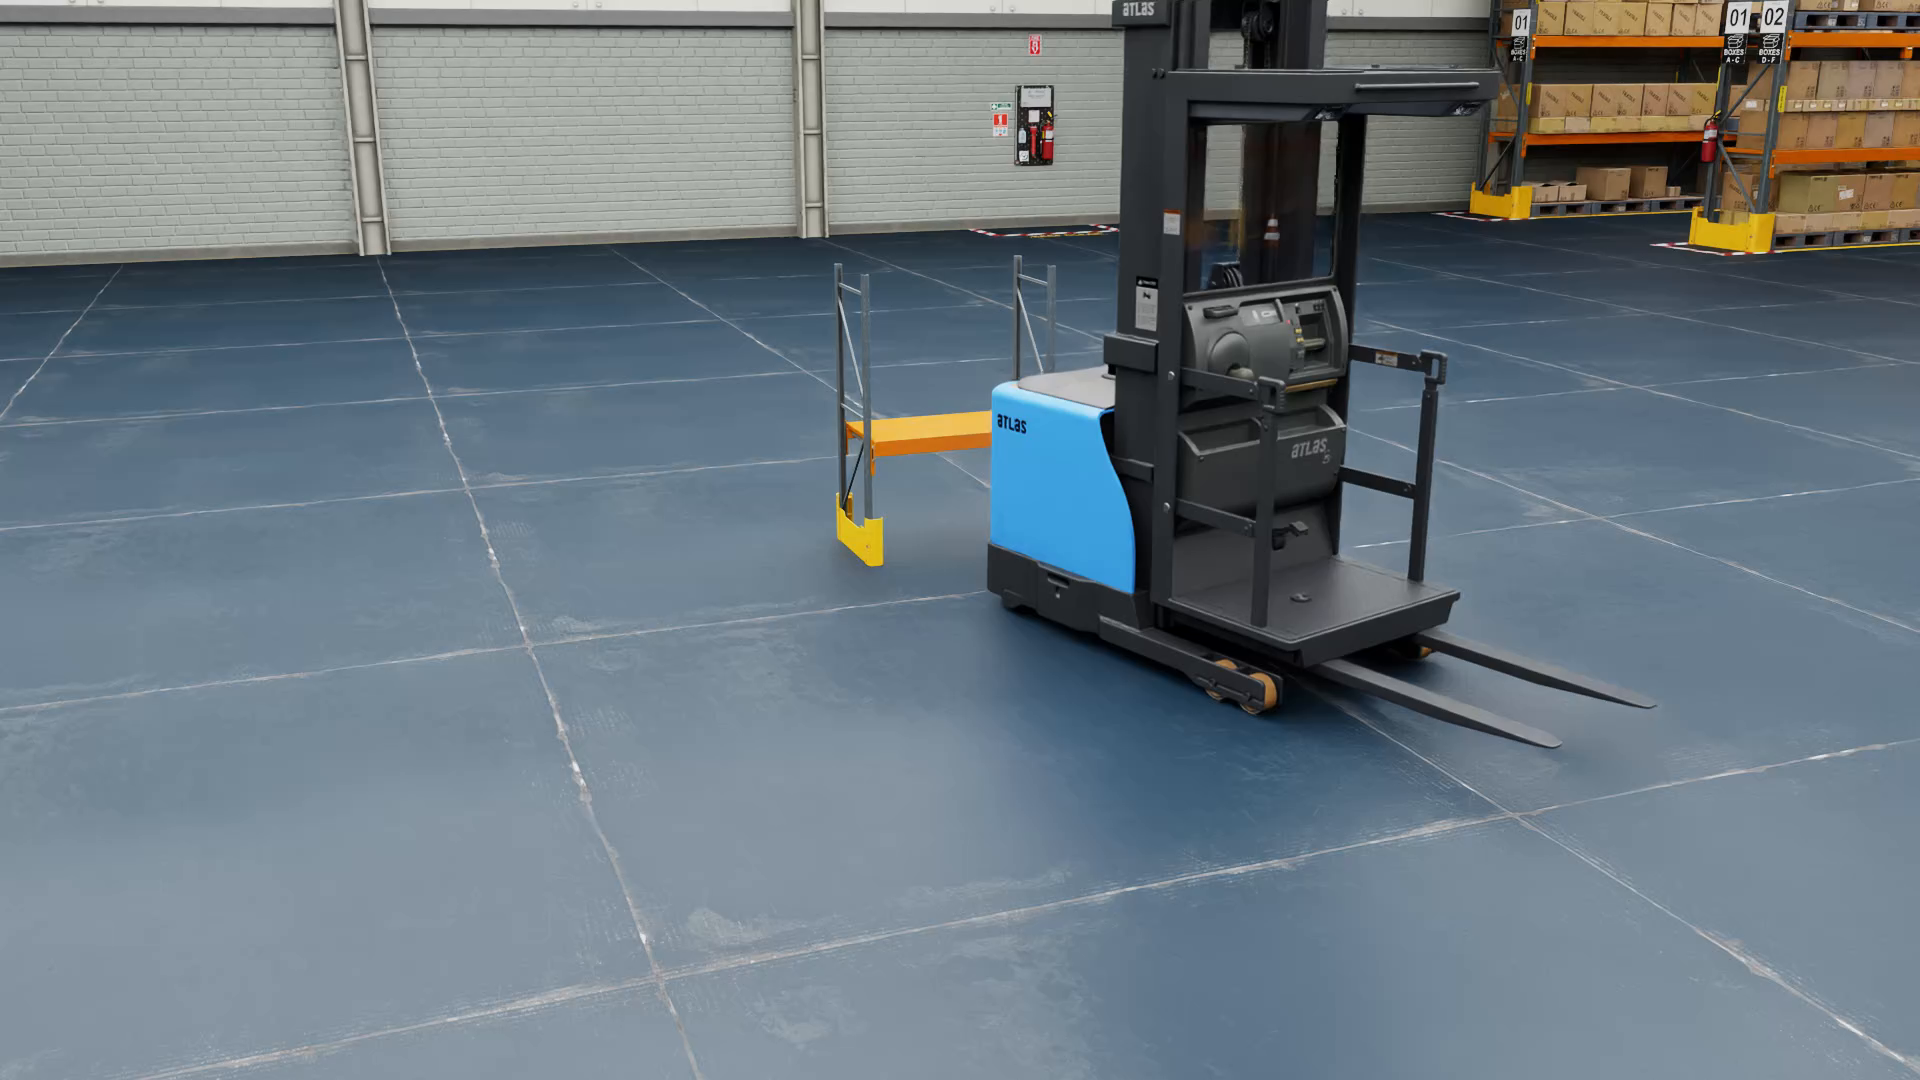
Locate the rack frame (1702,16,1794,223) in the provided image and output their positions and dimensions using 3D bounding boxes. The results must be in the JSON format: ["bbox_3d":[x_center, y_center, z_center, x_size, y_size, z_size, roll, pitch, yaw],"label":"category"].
[{"bbox_3d":[10.511,-5.435,22.282,0.127,3.000,1.000,-6,17,-20],"label":"rack frame"}]

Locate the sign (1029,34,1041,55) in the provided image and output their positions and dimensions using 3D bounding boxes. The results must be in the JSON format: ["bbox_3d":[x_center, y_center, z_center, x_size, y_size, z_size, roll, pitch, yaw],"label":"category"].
[{"bbox_3d":[1.112,-7.330,24.620,0.199,0.298,0.001,-6,17,-20],"label":"sign"}]

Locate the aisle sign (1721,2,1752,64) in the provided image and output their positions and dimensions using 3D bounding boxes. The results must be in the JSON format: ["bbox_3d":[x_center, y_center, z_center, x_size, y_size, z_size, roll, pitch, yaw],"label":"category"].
[{"bbox_3d":[10.344,-6.753,22.156,0.004,0.787,0.394,-6,17,-20],"label":"aisle sign"}]

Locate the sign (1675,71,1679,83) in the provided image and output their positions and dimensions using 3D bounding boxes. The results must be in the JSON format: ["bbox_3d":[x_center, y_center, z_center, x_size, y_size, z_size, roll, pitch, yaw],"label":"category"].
[{"bbox_3d":[12.268,-7.842,28.425,0.005,0.325,0.100,-6,17,-20],"label":"sign"}]

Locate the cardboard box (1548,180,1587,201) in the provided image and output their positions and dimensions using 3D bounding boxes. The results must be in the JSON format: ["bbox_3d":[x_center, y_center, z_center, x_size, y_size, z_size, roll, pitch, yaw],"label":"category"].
[{"bbox_3d":[9.945,-5.762,27.388,0.500,0.311,0.500,-5,17,-15],"label":"cardboard box"}]

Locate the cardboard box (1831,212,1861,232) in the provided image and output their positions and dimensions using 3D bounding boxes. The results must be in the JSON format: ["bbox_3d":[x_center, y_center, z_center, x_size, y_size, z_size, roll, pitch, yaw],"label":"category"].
[{"bbox_3d":[12.024,-4.414,22.941,0.500,0.250,0.500,-6,17,-20],"label":"cardboard box"}]

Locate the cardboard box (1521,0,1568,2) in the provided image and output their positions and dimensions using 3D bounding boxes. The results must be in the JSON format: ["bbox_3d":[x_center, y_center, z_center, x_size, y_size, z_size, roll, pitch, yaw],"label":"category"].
[{"bbox_3d":[9.181,-8.689,26.053,0.500,0.500,0.500,-8,18,-24],"label":"cardboard box"}]

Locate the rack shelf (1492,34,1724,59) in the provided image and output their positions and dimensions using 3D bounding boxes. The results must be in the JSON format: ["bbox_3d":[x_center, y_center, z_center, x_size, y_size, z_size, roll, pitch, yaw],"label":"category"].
[{"bbox_3d":[10.602,-8.033,27.084,4.000,0.370,1.077,-6,17,-20],"label":"rack shelf"}]

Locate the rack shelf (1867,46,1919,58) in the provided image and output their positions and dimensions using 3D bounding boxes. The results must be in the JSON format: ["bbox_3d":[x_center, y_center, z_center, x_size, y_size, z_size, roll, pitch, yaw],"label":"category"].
[{"bbox_3d":[18.073,-8.840,29.831,4.000,0.370,1.077,-6,17,-20],"label":"rack shelf"}]

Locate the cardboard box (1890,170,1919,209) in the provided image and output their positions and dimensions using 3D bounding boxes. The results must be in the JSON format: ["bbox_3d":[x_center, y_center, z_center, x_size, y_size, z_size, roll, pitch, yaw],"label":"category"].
[{"bbox_3d":[13.420,-4.928,23.361,0.500,0.500,0.500,-6,17,-20],"label":"cardboard box"}]

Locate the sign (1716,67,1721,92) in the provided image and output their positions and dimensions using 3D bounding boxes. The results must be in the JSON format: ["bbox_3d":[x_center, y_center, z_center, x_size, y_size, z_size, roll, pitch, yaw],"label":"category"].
[{"bbox_3d":[10.330,-6.248,22.576,0.005,0.325,0.100,-6,17,-20],"label":"sign"}]

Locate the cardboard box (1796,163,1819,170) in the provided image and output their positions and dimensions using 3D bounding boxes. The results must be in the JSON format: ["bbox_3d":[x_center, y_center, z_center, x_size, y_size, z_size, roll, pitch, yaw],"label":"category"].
[{"bbox_3d":[14.575,-6.391,29.193,0.500,0.500,0.700,-6,17,-20],"label":"cardboard box"}]

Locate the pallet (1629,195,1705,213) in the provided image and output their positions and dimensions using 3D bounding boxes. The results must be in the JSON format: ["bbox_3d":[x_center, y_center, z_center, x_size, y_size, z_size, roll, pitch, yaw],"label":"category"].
[{"bbox_3d":[11.856,-5.726,28.223,1.213,0.211,1.003,-6,17,-20],"label":"pallet"}]

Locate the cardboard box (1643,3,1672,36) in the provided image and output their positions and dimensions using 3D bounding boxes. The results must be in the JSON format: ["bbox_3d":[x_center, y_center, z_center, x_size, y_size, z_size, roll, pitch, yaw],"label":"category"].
[{"bbox_3d":[11.106,-8.408,26.871,0.500,0.500,0.500,-7,18,-22],"label":"cardboard box"}]

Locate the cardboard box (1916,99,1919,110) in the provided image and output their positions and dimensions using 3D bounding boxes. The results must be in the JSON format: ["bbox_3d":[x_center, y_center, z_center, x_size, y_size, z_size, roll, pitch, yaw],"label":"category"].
[{"bbox_3d":[13.118,-6.011,22.917,0.250,0.149,0.380,-6,17,-20],"label":"cardboard box"}]

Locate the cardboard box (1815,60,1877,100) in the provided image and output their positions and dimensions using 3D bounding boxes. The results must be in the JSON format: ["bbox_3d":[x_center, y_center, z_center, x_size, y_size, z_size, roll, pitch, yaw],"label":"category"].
[{"bbox_3d":[11.960,-6.260,22.611,0.500,0.500,0.700,-6,17,-20],"label":"cardboard box"}]

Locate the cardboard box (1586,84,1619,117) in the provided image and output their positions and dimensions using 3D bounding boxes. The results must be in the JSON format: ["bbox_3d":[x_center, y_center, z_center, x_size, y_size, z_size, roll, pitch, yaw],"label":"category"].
[{"bbox_3d":[10.238,-7.102,26.859,0.500,0.500,0.500,-7,18,-22],"label":"cardboard box"}]

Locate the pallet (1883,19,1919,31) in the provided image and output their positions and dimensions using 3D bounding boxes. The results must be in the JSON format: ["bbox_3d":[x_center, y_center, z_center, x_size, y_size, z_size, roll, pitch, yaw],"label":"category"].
[{"bbox_3d":[13.459,-7.142,22.929,1.213,0.211,1.003,-6,17,-20],"label":"pallet"}]

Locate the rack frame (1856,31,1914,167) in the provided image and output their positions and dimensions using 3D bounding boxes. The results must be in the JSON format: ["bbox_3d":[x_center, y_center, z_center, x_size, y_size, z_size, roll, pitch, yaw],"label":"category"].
[{"bbox_3d":[16.205,-7.544,29.465,0.127,3.000,1.000,-6,17,-20],"label":"rack frame"}]

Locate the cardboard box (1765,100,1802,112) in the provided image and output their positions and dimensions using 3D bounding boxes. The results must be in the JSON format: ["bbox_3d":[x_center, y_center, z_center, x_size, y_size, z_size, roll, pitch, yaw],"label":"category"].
[{"bbox_3d":[10.954,-5.777,22.118,0.250,0.149,0.380,-6,18,-20],"label":"cardboard box"}]

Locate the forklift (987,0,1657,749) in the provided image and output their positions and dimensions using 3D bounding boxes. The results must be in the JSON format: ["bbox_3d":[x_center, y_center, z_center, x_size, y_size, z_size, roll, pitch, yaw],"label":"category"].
[{"bbox_3d":[1.425,-0.860,6.825,1.130,2.935,3.031,-12,20,-36],"label":"forklift"}]

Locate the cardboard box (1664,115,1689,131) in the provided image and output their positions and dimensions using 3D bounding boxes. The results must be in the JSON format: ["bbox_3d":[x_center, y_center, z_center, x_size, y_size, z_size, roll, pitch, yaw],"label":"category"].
[{"bbox_3d":[11.668,-6.903,27.513,0.500,0.250,0.500,-6,17,-20],"label":"cardboard box"}]

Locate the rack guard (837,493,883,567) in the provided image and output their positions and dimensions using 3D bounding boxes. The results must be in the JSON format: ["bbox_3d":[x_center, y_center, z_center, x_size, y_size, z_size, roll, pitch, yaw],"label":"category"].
[{"bbox_3d":[-0.536,-0.062,8.866,0.087,0.250,0.587,-6,17,-20],"label":"rack guard"}]

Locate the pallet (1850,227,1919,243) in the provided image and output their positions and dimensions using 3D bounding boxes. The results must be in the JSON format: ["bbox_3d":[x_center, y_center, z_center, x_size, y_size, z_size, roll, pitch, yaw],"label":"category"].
[{"bbox_3d":[13.488,-4.431,23.812,1.213,0.211,1.003,-6,17,-20],"label":"pallet"}]

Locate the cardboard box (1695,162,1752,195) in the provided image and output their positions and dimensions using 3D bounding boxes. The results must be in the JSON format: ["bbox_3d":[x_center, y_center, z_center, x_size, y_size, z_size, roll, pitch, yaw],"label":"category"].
[{"bbox_3d":[13.151,-6.231,28.650,0.500,0.500,0.700,-6,17,-18],"label":"cardboard box"}]

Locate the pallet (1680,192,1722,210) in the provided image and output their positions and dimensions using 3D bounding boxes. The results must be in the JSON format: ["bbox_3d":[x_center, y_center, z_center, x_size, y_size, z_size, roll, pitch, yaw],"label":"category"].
[{"bbox_3d":[13.196,-5.882,28.754,1.213,0.211,1.003,-6,17,-20],"label":"pallet"}]

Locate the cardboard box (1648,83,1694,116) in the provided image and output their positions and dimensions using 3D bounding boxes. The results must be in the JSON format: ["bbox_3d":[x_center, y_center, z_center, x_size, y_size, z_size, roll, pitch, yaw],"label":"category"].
[{"bbox_3d":[11.675,-7.258,27.389,0.500,0.500,0.500,-6,17,-20],"label":"cardboard box"}]

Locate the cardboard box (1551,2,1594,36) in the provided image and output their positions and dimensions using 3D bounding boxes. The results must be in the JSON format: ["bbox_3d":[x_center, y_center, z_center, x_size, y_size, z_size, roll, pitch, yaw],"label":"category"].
[{"bbox_3d":[9.651,-8.247,26.322,0.500,0.500,0.500,-5,17,-16],"label":"cardboard box"}]

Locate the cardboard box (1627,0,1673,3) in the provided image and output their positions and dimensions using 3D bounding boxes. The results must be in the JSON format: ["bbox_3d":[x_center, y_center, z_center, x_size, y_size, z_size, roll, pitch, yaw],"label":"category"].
[{"bbox_3d":[11.107,-8.882,26.710,0.500,0.500,0.500,-7,18,-22],"label":"cardboard box"}]

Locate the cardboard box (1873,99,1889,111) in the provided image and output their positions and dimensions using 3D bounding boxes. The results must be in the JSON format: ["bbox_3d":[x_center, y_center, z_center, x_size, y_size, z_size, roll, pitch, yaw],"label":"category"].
[{"bbox_3d":[12.390,-5.932,22.645,0.250,0.149,0.380,-6,17,-20],"label":"cardboard box"}]

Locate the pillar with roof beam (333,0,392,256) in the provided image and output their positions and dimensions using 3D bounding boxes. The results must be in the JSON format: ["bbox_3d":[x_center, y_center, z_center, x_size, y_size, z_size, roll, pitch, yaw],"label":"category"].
[{"bbox_3d":[-6.189,-6.967,16.852,0.400,9.000,9.100,-6,17,-20],"label":"pillar with roof beam"}]

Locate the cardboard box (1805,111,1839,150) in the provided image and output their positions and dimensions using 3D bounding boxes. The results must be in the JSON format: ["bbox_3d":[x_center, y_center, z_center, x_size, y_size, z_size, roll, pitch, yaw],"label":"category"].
[{"bbox_3d":[11.440,-5.581,22.601,0.500,0.500,0.700,-6,17,-19],"label":"cardboard box"}]

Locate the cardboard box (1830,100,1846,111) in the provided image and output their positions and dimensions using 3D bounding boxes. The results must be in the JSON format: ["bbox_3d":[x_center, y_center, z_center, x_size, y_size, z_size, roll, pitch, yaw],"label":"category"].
[{"bbox_3d":[11.670,-5.854,22.380,0.250,0.149,0.380,-6,18,-21],"label":"cardboard box"}]

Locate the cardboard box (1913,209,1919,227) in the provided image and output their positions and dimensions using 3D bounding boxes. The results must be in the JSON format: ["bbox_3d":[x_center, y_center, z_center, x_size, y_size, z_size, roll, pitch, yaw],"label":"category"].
[{"bbox_3d":[13.421,-4.568,23.465,0.500,0.250,0.500,-6,17,-20],"label":"cardboard box"}]

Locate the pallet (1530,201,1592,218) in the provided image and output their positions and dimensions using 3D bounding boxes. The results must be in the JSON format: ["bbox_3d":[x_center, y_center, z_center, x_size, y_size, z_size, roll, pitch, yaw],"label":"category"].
[{"bbox_3d":[9.577,-5.480,27.385,1.213,0.211,1.003,-6,17,-20],"label":"pallet"}]

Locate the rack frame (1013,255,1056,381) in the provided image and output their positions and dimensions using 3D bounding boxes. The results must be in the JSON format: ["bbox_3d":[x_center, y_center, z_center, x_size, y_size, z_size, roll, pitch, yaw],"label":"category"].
[{"bbox_3d":[0.395,-0.762,9.032,0.032,1.500,0.500,-6,17,-20],"label":"rack frame"}]

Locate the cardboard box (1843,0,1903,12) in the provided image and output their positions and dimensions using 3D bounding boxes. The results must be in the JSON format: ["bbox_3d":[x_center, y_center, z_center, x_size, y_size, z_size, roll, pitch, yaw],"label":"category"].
[{"bbox_3d":[12.159,-7.286,22.091,0.500,0.500,0.500,-6,17,-20],"label":"cardboard box"}]

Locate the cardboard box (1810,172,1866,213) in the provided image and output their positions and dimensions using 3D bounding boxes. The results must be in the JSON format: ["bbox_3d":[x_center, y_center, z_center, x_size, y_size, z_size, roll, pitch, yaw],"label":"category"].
[{"bbox_3d":[12.020,-4.777,22.846,0.500,0.500,0.500,-6,17,-20],"label":"cardboard box"}]

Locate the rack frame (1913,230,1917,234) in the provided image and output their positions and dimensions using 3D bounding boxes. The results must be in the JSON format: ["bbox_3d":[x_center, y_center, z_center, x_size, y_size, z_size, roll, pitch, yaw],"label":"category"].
[{"bbox_3d":[14.246,-5.838,23.655,0.127,3.000,1.000,-6,17,-20],"label":"rack frame"}]

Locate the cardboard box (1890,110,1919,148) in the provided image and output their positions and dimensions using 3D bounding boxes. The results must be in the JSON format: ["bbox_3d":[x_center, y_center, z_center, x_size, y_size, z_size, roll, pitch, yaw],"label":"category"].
[{"bbox_3d":[12.874,-5.735,23.127,0.500,0.500,0.700,-6,17,-19],"label":"cardboard box"}]

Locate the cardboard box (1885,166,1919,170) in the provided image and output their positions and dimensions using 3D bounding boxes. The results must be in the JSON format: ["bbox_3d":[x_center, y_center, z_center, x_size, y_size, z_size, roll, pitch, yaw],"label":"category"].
[{"bbox_3d":[13.701,-5.116,23.999,0.500,0.500,0.500,-6,17,-20],"label":"cardboard box"}]

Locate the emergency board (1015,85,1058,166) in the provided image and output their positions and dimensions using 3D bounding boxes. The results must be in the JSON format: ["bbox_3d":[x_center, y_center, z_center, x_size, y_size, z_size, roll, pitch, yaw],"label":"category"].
[{"bbox_3d":[1.155,-6.192,24.860,0.643,1.169,0.194,-6,17,-20],"label":"emergency board"}]

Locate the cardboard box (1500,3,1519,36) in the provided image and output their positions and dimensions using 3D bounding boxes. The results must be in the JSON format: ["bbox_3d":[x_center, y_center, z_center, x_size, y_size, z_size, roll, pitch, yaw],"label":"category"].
[{"bbox_3d":[9.034,-8.343,26.649,0.500,0.500,0.500,-5,17,-16],"label":"cardboard box"}]

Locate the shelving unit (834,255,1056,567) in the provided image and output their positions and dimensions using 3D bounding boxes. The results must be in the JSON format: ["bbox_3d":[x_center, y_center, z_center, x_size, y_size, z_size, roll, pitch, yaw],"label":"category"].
[{"bbox_3d":[-0.071,-0.712,8.861,1.083,1.500,0.587,-6,17,-20],"label":"shelving unit"}]

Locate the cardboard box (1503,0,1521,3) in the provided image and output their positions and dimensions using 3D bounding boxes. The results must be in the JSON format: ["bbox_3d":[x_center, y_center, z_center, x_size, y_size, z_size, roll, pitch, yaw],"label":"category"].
[{"bbox_3d":[9.044,-8.827,26.521,0.500,0.500,0.500,-5,17,-18],"label":"cardboard box"}]

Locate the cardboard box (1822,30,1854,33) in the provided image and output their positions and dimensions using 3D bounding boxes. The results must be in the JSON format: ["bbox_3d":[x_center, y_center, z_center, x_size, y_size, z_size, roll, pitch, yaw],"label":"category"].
[{"bbox_3d":[14.962,-8.936,28.663,0.637,0.503,0.797,-4,17,-12],"label":"cardboard box"}]

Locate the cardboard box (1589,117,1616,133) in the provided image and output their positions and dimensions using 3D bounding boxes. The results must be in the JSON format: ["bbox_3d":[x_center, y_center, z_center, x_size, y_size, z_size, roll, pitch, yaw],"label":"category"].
[{"bbox_3d":[10.262,-6.747,26.981,0.500,0.250,0.500,-6,18,-21],"label":"cardboard box"}]

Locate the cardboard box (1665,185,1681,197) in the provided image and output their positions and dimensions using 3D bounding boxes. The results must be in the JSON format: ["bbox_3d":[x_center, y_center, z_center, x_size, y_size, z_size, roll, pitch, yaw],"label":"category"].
[{"bbox_3d":[11.981,-5.931,28.219,0.250,0.166,0.380,-9,18,-27],"label":"cardboard box"}]

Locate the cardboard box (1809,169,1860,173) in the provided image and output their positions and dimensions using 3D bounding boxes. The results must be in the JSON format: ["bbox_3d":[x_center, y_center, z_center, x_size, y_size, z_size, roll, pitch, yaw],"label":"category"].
[{"bbox_3d":[12.301,-4.964,23.482,0.500,0.500,0.500,-6,17,-20],"label":"cardboard box"}]

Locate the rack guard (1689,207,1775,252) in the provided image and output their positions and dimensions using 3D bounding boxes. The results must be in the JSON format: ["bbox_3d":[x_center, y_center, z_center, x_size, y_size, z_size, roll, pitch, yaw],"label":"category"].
[{"bbox_3d":[10.488,-4.233,22.626,0.348,0.500,1.175,-6,17,-20],"label":"rack guard"}]
